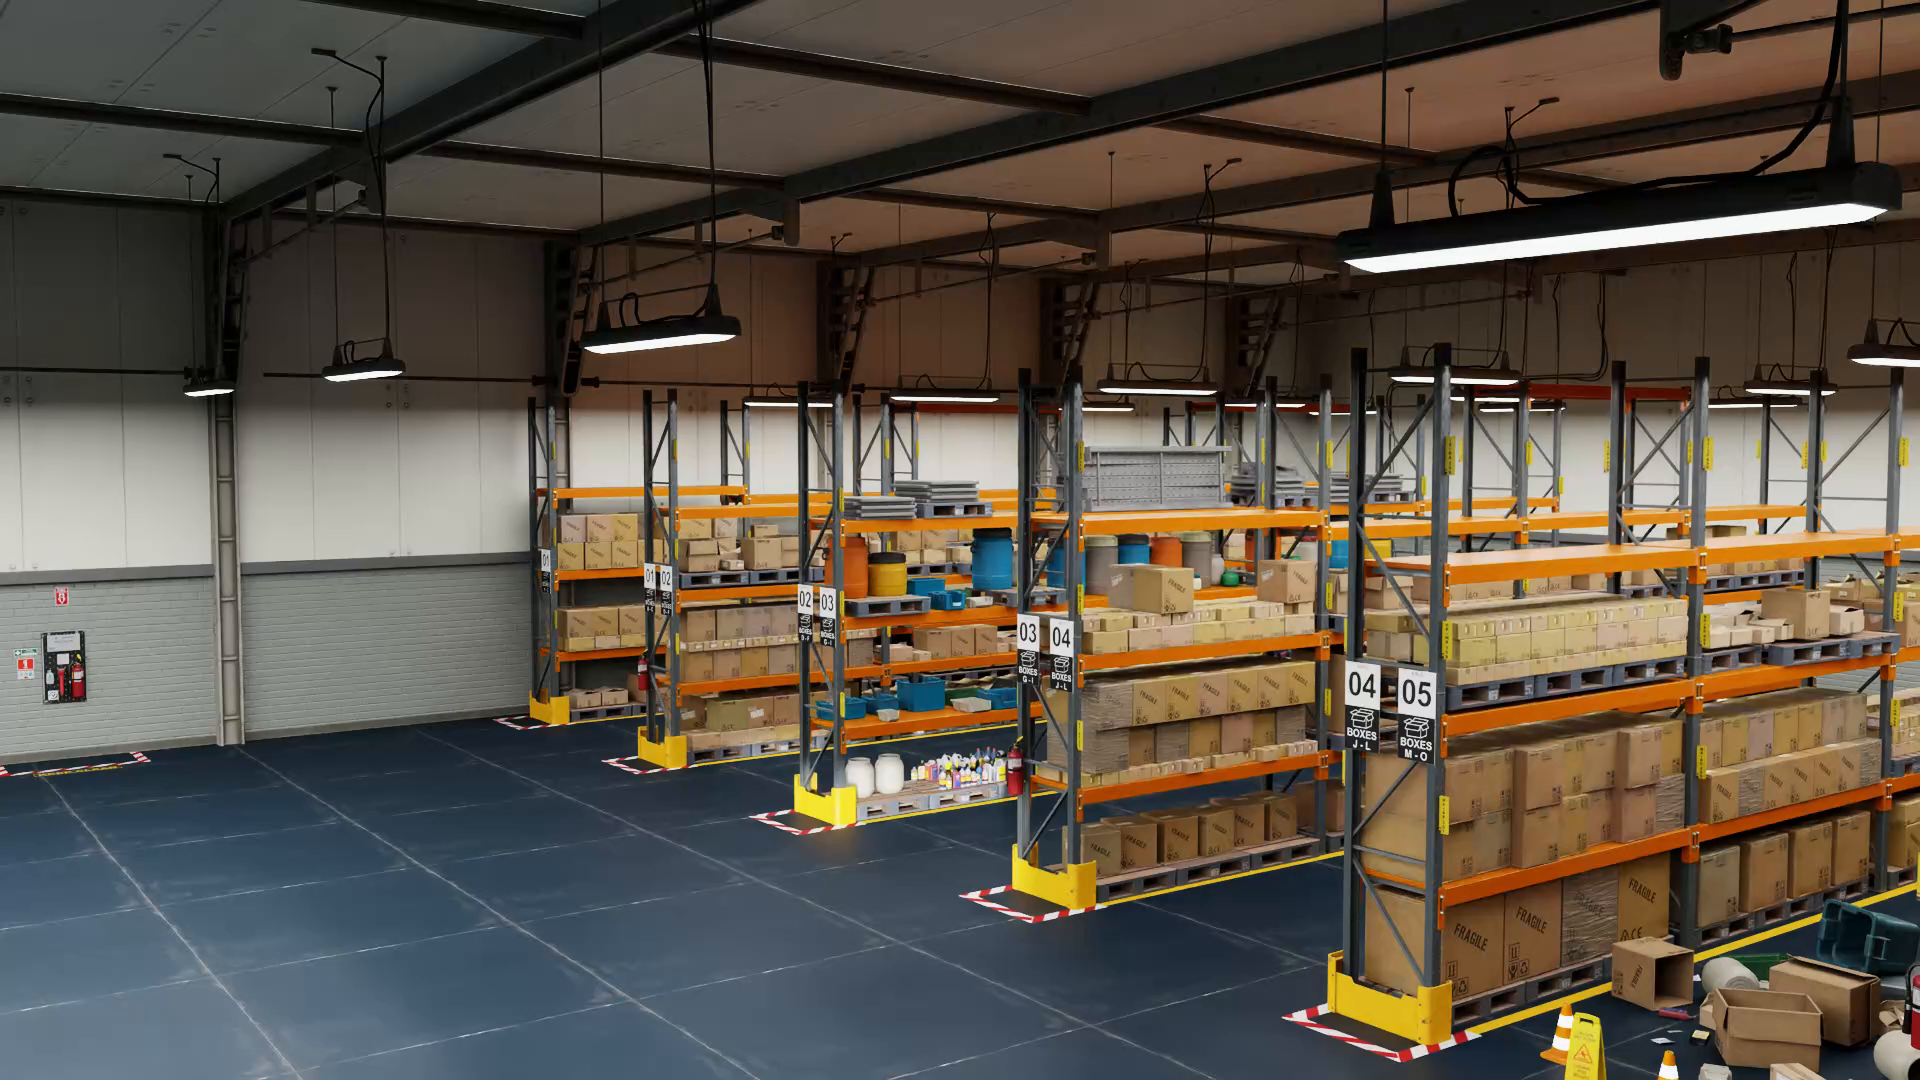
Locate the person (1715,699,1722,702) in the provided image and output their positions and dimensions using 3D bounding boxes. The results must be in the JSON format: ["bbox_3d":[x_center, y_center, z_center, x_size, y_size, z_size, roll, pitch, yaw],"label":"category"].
[{"bbox_3d":[9.986,2.998,21.870,0.385,1.808,0.552,1,4,19],"label":"person"}]
